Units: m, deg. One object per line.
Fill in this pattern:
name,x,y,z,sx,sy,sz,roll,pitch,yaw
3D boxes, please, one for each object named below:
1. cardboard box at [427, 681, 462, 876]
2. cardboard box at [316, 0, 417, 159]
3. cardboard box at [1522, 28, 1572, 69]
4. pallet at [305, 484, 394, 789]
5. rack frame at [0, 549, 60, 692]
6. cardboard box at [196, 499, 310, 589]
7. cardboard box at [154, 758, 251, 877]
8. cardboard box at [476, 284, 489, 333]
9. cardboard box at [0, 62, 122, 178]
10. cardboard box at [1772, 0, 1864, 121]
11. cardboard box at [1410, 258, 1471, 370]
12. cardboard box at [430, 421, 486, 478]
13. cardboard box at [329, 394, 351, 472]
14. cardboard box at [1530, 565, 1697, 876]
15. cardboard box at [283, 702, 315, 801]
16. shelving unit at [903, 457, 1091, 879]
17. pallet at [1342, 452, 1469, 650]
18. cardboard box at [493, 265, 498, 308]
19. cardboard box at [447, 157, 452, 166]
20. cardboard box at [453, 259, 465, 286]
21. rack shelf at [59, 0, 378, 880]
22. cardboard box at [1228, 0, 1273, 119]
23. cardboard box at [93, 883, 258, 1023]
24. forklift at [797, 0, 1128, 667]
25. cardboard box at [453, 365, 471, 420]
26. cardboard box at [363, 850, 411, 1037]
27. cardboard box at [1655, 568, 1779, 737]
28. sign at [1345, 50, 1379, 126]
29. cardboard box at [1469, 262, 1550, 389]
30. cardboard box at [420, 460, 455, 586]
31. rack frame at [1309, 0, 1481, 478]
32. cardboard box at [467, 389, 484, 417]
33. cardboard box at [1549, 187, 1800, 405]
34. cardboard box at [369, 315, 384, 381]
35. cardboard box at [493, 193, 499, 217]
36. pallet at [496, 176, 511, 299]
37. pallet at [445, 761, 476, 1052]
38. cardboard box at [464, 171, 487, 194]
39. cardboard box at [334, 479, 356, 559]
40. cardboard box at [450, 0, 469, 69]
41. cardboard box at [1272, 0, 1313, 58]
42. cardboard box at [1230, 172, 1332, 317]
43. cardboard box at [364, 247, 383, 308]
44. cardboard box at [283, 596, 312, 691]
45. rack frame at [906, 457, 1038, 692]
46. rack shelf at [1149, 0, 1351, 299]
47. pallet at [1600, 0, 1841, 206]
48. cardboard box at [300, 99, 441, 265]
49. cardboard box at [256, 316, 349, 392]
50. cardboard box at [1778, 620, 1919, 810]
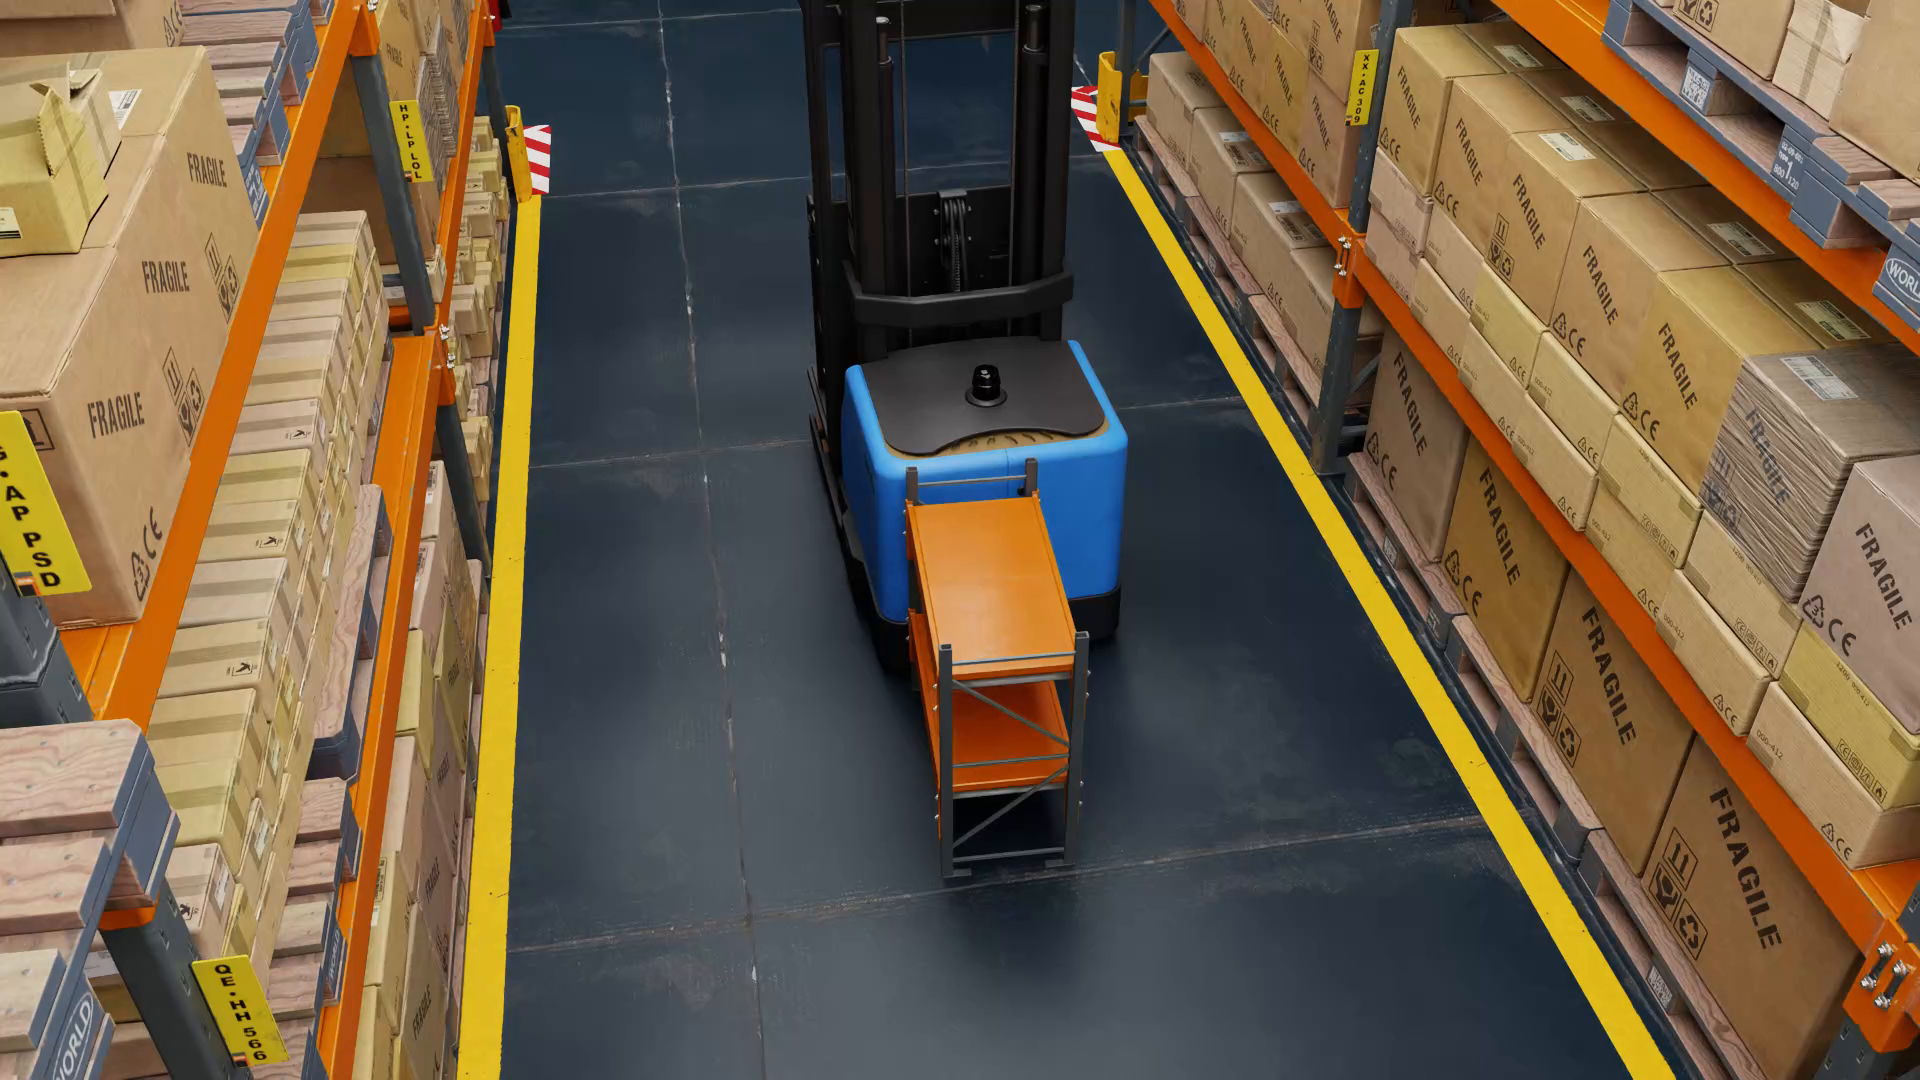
cardboard box,-2.072,0.872,5.877,0.500,0.500,0.500,-7,38,-9
cardboard box,-2.464,-1.840,6.534,0.500,0.500,0.500,-5,38,-7
cardboard box,2.556,-1.774,6.692,0.500,0.500,0.500,-5,38,-6
pallet,-2.311,0.312,5.060,1.003,0.211,1.213,-6,38,-8
rack frame,-1.924,-0.942,1.628,1.000,3.000,0.127,-6,38,-8
cardboard box,-2.046,0.032,4.642,0.380,0.149,0.250,-5,38,-7
cardboard box,-1.864,0.663,3.829,0.380,0.149,0.250,-7,38,-9
cardboard box,-2.636,-1.178,8.560,0.380,0.149,0.250,-7,38,-8
cardboard box,-1.897,-0.834,3.229,0.396,0.266,0.258,-6,38,-8
cardboard box,2.346,-1.258,4.246,0.396,0.266,0.258,-7,38,-9
cardboard box,2.140,-0.917,6.607,0.500,0.250,0.500,-7,38,-9
cardboard box,-2.373,-0.400,7.559,0.380,0.149,0.250,-5,38,-6
cardboard box,-2.176,-0.323,5.341,0.380,0.149,0.250,-8,39,-10
cardboard box,2.741,0.541,5.998,0.875,0.875,0.875,-6,38,-7
cardboard box,-1.947,0.581,4.420,0.380,0.149,0.250,-5,38,-6
shelving unit,0.112,0.468,6.231,0.538,1.125,1.048,-5,38,-6
pallet,2.440,-0.023,7.608,1.003,0.211,1.213,-6,38,-8
cardboard box,-2.731,-1.374,9.055,0.380,0.149,0.250,-6,38,-7
cardboard box,-2.631,-1.886,7.938,0.380,0.149,0.250,-5,38,-6
cardboard box,-2.725,-1.288,8.459,0.380,0.149,0.250,-8,39,-10
rack shelf,-2.274,-0.681,4.324,1.077,0.370,4.000,-6,38,-8
cardboard box,1.700,-2.487,8.424,0.500,0.500,0.500,-7,38,-9
cardboard box,-1.811,0.930,3.729,0.380,0.149,0.250,-5,38,-6
forklift,-0.133,-1.532,7.332,1.130,2.935,3.031,-8,38,-10
cardboard box,-2.471,-0.667,7.660,0.380,0.149,0.250,-4,38,-6
cardboard box,-1.895,1.203,4.840,0.500,0.250,0.500,-7,38,-9
cardboard box,2.483,0.308,5.030,0.500,0.250,0.500,-6,38,-7
sign,1.685,-1.895,6.974,0.100,0.325,0.005,-6,38,-8
cardboard box,2.212,-0.805,6.056,0.500,0.250,0.500,-6,38,-7
cardboard box,-2.245,-0.041,6.442,0.500,0.250,0.500,-7,38,-9
rack frame,2.231,-1.582,7.342,1.000,3.000,0.127,-6,38,-8
cardboard box,-2.514,-0.589,8.044,0.380,0.149,0.250,-6,38,-8
cardboard box,2.324,-0.801,5.440,0.500,0.500,0.500,-7,38,-9
cardboard box,-2.314,-0.680,6.043,0.380,0.149,0.250,-6,38,-8
cardboard box,-2.860,-1.961,9.568,0.380,0.149,0.250,-8,39,-10
pallet,-3.205,-1.763,9.848,1.003,0.211,1.213,-6,38,-8
pallet,-2.270,1.321,5.878,1.003,0.211,1.213,-6,38,-8
cardboard box,-2.843,-1.923,9.277,0.380,0.149,0.250,-8,39,-10
cardboard box,-2.129,-0.050,5.232,0.380,0.149,0.250,-5,38,-6
cardboard box,-2.810,-2.701,8.458,0.500,0.500,0.500,-6,38,-8
cardboard box,1.795,-2.579,7.729,0.500,0.500,0.500,-7,38,-9
cardboard box,2.069,-1.668,9.198,0.875,0.438,0.875,-7,38,-9
cardboard box,-2.361,-0.954,6.153,0.380,0.149,0.250,-5,38,-7
cardboard box,-1.998,0.302,4.536,0.380,0.149,0.250,-6,38,-8
rack frame,0.045,0.158,6.629,0.500,1.125,0.032,-5,38,-6
rack shelf,1.880,-2.506,9.117,1.077,0.370,4.000,-6,38,-8
pallet,2.568,-1.335,4.732,1.003,0.211,1.213,-5,38,-6
cardboard box,-2.464,-1.472,6.876,0.500,0.500,0.500,-7,38,-9
cardboard box,-2.225,-0.592,5.445,0.380,0.149,0.250,-6,38,-8
cardboard box,2.597,0.430,4.466,0.500,0.250,0.500,-6,38,-8
